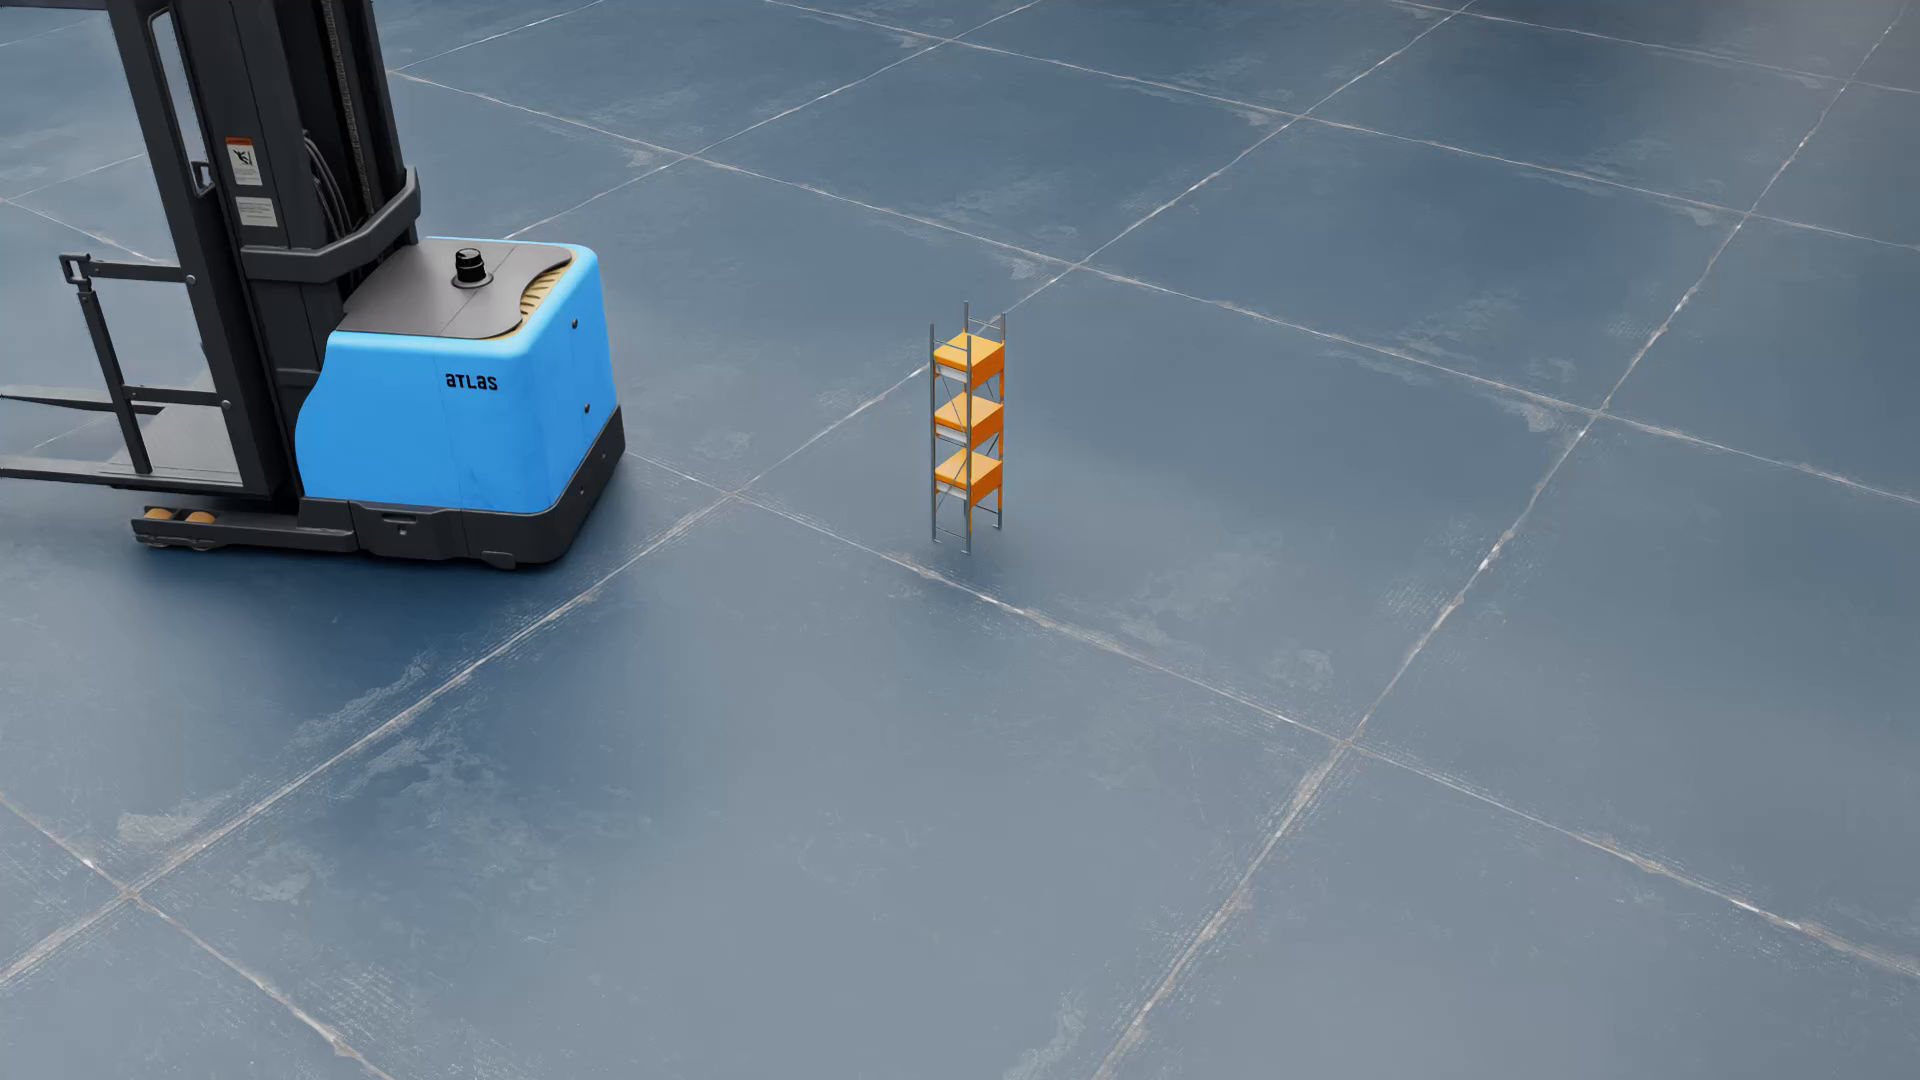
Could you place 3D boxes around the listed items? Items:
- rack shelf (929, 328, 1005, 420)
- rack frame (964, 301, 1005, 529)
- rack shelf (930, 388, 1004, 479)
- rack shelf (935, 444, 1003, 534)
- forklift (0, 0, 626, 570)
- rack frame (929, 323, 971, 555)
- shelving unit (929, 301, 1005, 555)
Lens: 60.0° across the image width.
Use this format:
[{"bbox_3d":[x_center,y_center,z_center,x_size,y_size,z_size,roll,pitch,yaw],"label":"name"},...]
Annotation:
[{"bbox_3d":[0.031,-0.686,6.839,0.215,0.259,0.240,21,39,28],"label":"rack shelf"},{"bbox_3d":[0.100,-0.516,7.075,0.200,1.050,0.008,21,39,28],"label":"rack frame"},{"bbox_3d":[0.031,-0.451,6.998,0.215,0.259,0.240,21,39,28],"label":"rack shelf"},{"bbox_3d":[0.031,-0.221,7.154,0.215,0.259,0.240,21,39,28],"label":"rack shelf"},{"bbox_3d":[-3.117,-1.456,6.786,3.031,2.935,1.130,4,34,7],"label":"forklift"},{"bbox_3d":[-0.039,-0.403,6.909,0.200,1.050,0.008,21,39,28],"label":"rack frame"},{"bbox_3d":[0.031,-0.460,6.992,0.215,1.050,0.252,21,39,28],"label":"shelving unit"}]
